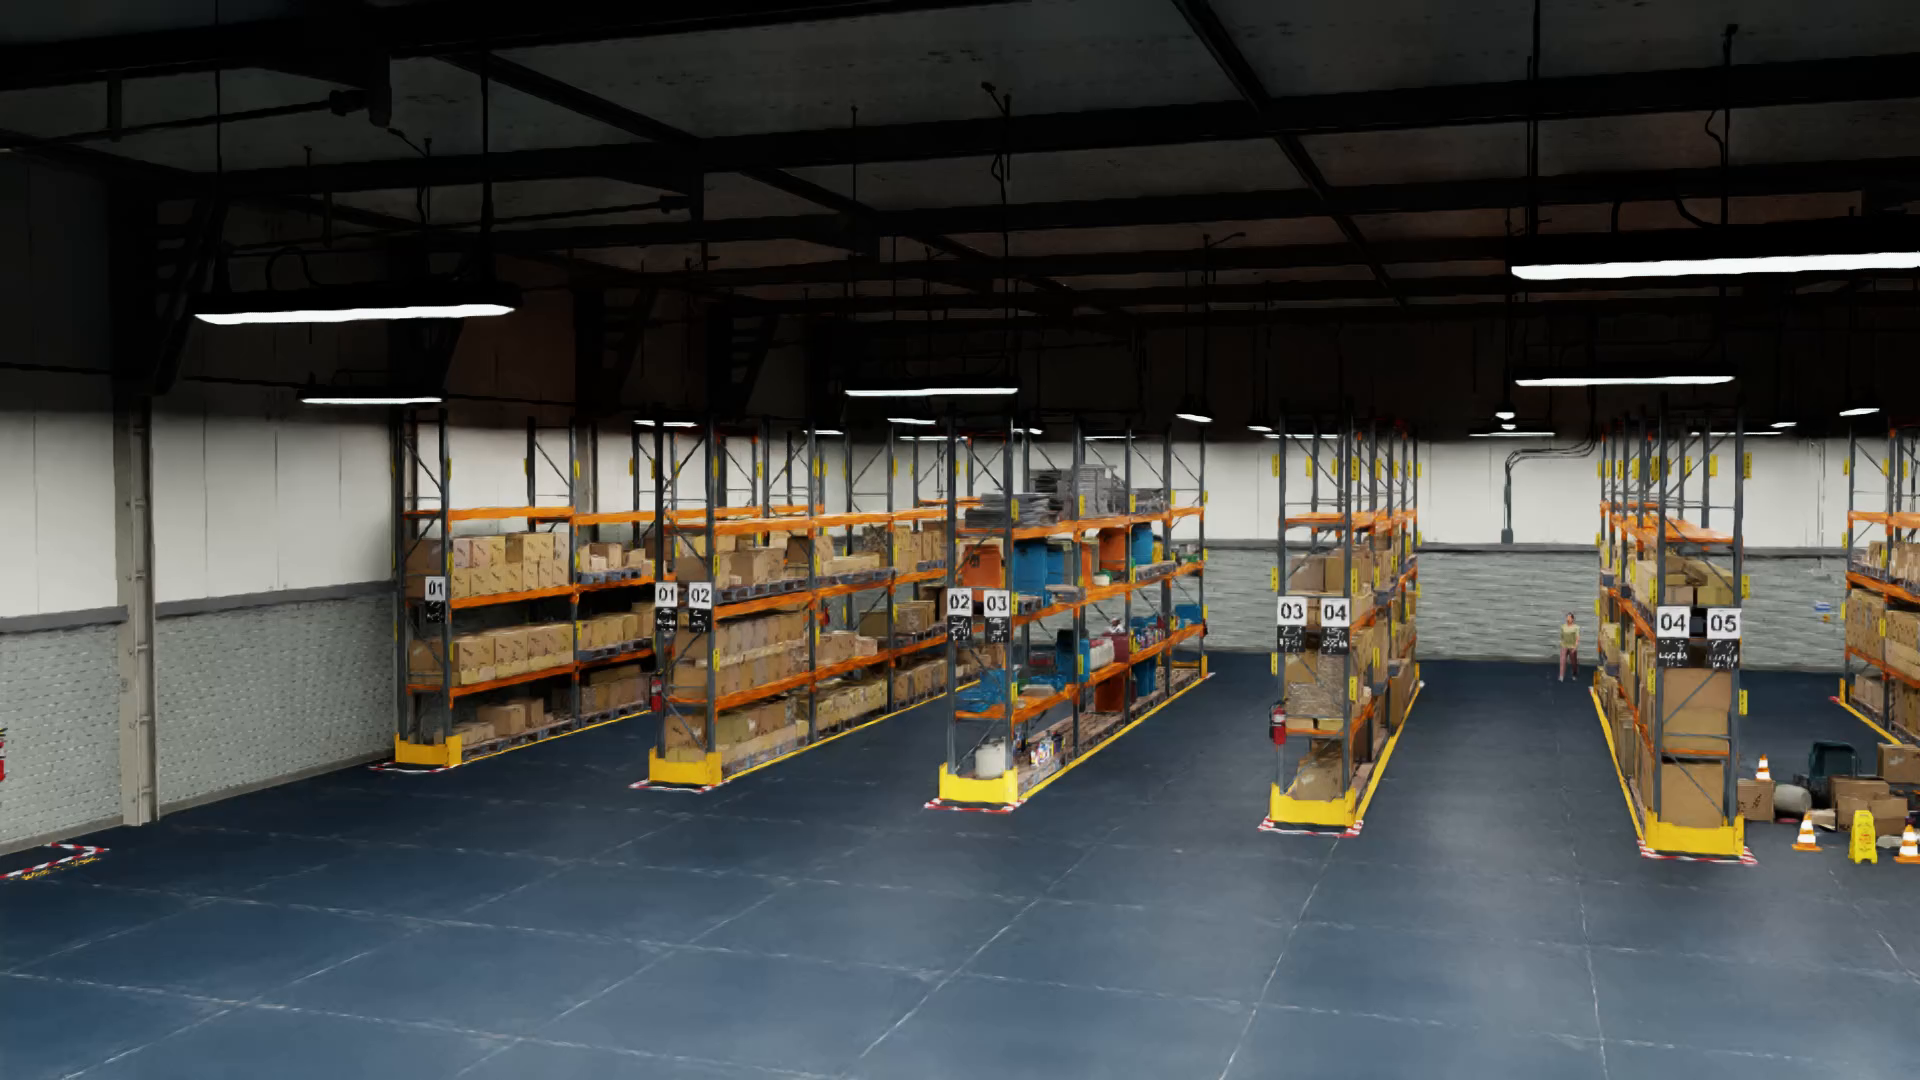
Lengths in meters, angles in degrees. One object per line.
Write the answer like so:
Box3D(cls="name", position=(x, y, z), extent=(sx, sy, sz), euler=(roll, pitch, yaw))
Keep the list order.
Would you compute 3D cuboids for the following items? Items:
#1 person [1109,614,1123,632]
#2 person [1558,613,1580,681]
Box3D(cls="person", position=(3.640, 2.520, 38.617), extent=(0.443, 1.623, 1.000), euler=(1, 3, 27))
Box3D(cls="person", position=(14.342, 2.508, 39.115), extent=(0.444, 1.605, 1.018), euler=(1, 3, 28))
